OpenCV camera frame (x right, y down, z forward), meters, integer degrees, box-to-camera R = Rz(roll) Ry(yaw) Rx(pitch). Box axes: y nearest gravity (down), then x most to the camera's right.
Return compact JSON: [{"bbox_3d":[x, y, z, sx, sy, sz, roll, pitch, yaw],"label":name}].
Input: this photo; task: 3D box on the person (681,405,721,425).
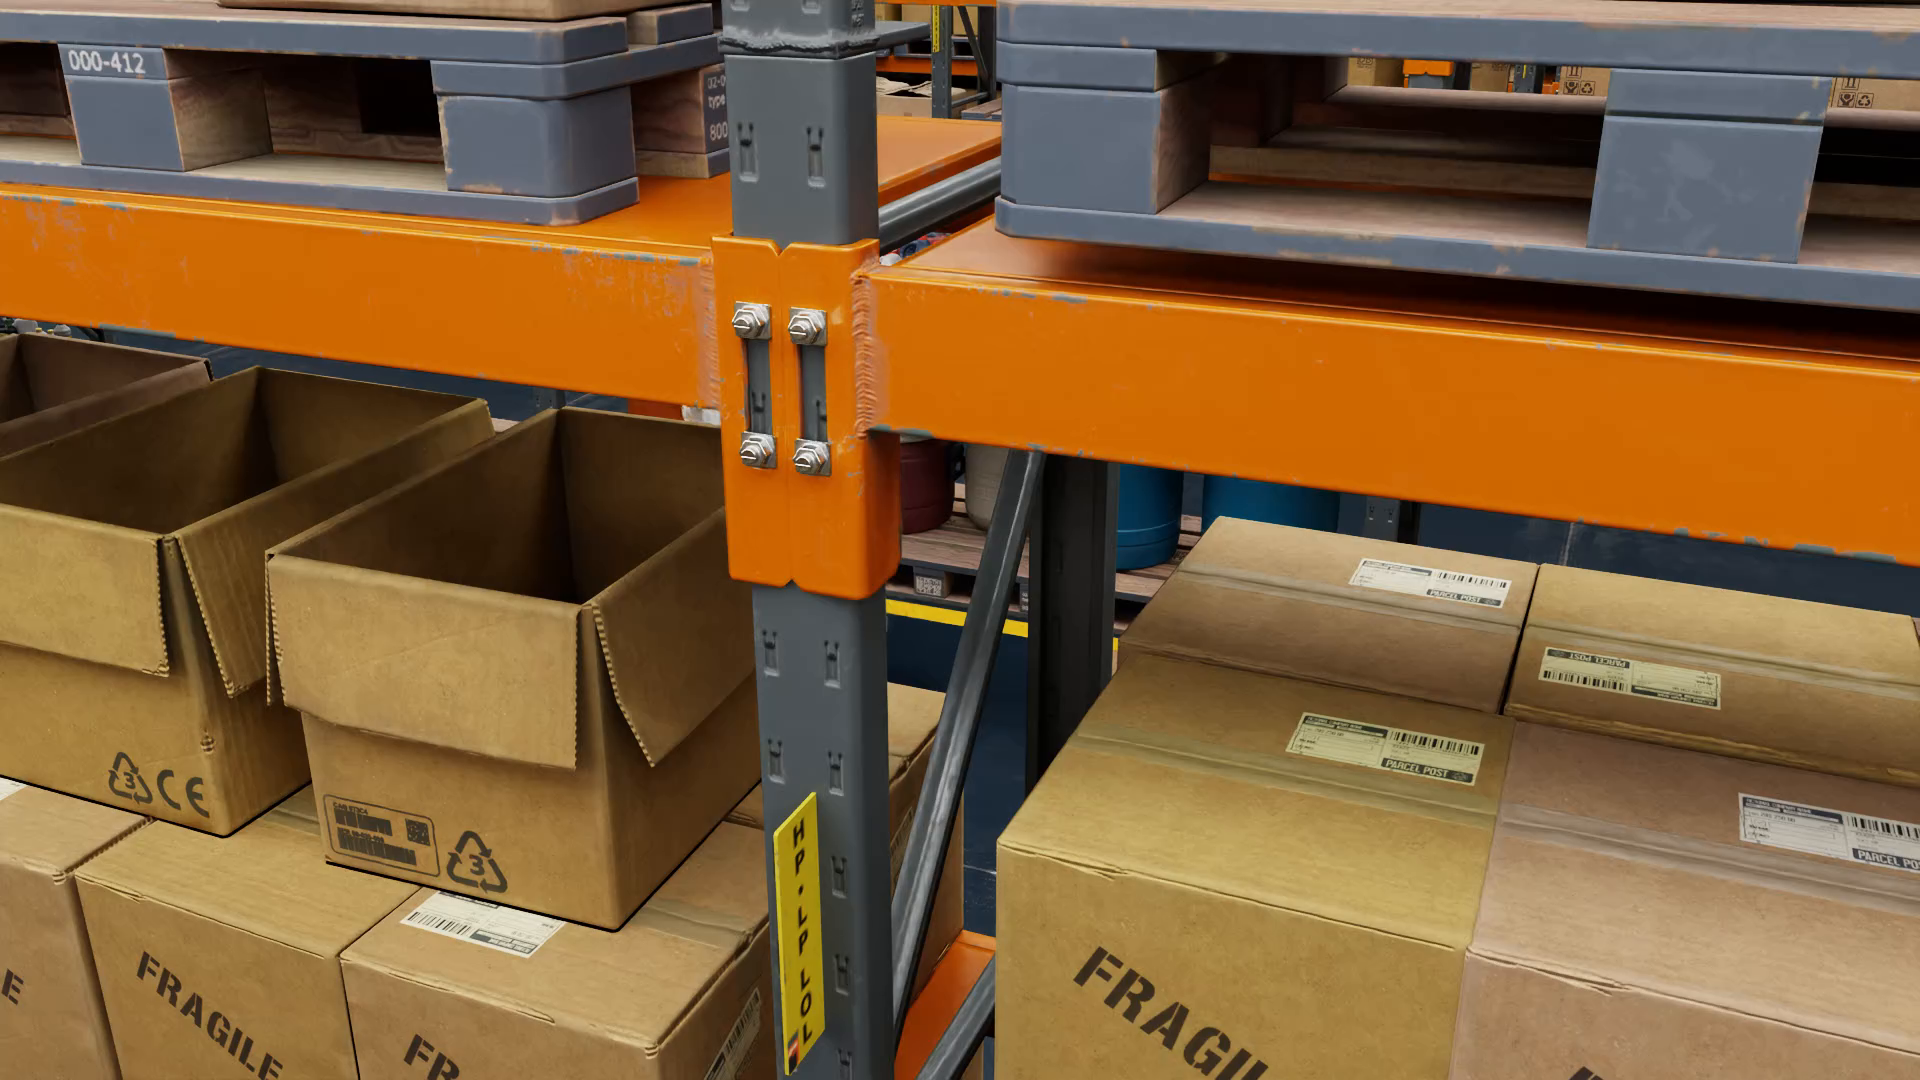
[{"bbox_3d":[-0.837,-0.264,6.658,0.683,1.754,0.582,5,23,13],"label":"person"}]
